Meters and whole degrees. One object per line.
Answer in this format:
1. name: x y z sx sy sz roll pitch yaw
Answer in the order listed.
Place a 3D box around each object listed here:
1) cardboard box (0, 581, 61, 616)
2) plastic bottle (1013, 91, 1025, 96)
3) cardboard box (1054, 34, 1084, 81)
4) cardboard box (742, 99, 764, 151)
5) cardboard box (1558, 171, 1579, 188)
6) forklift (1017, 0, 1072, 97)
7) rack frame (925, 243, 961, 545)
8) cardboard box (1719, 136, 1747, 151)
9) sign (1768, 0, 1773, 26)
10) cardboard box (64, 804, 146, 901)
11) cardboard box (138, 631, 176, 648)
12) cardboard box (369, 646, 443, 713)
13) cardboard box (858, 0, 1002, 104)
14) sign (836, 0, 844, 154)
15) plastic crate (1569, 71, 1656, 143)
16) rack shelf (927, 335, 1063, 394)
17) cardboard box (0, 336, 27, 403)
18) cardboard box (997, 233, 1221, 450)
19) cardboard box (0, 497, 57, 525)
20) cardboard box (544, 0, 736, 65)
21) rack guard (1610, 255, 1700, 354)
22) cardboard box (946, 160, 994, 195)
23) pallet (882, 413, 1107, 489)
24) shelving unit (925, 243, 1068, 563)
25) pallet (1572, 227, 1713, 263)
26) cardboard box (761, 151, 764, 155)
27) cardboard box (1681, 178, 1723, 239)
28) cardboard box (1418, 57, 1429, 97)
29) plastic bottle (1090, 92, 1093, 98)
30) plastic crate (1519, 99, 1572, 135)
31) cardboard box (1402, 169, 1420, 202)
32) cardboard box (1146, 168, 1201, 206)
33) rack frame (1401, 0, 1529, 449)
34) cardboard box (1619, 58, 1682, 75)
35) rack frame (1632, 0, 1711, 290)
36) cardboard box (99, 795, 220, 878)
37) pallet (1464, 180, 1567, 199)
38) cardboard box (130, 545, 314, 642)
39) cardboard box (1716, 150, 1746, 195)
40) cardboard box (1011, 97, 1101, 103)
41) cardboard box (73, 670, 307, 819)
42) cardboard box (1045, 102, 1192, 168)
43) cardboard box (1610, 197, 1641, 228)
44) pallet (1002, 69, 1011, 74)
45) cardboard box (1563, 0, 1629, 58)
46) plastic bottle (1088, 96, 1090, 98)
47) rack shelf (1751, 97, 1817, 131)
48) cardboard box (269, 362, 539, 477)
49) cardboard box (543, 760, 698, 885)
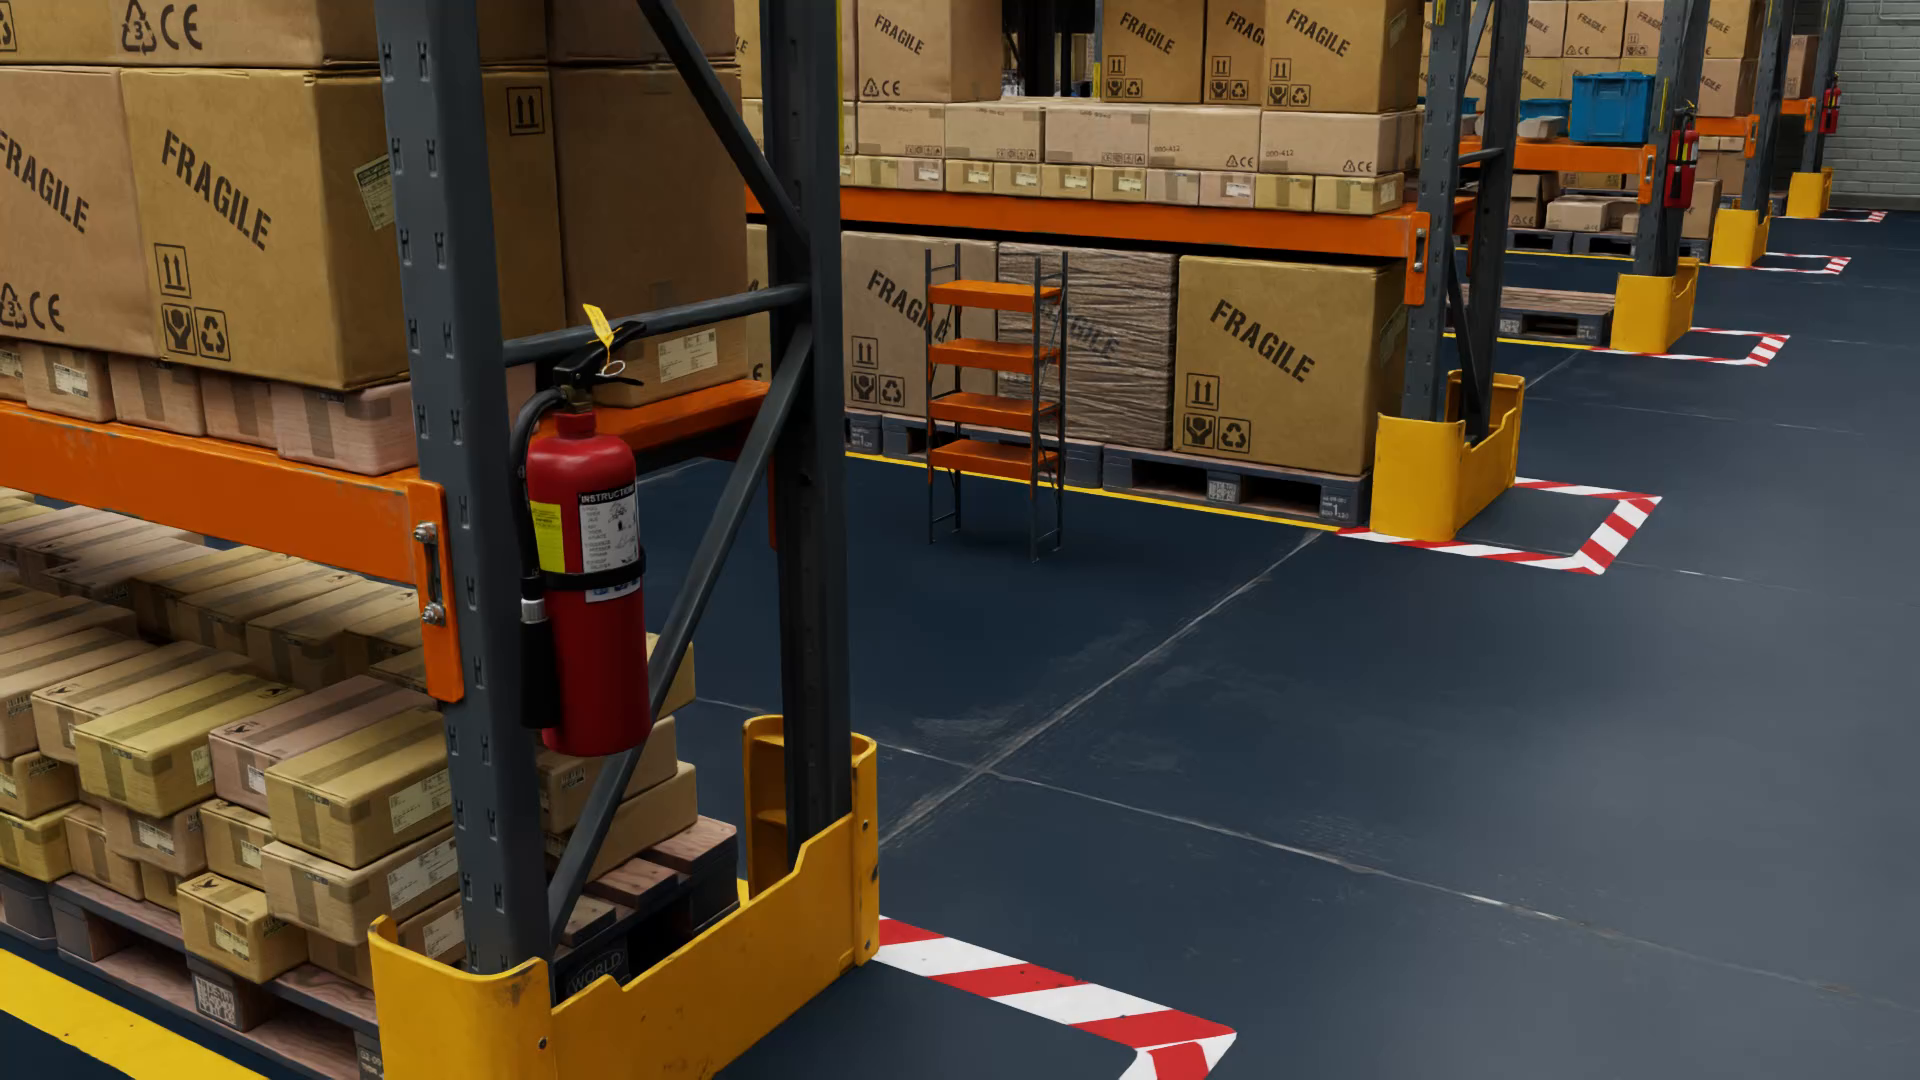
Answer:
1. cardboard box: -2.452 0.239 4.093 0.250 0.149 0.380 10 20 30
2. plastic bottle: 0.502 -3.403 13.137 0.135 0.276 0.152 10 20 30
3. cardboard box: 1.101 -5.443 18.743 0.500 0.500 0.700 4 17 12
4. cardboard box: -1.010 -2.135 8.494 0.500 0.250 0.500 10 19 29
5. cardboard box: 7.513 -4.669 20.670 0.500 0.500 0.700 10 20 30
6. forklift: 0.155 -2.680 10.662 1.130 2.935 3.031 1 17 2
7. rack frame: -0.067 -0.586 6.746 0.015 1.200 0.240 10 20 30
8. cardboard box: 9.058 -4.644 19.470 0.250 0.149 0.380 10 19 29
9. sign: 7.015 -4.616 14.380 0.005 0.325 0.100 10 20 30
10. cardboard box: -1.774 0.646 3.776 0.250 0.149 0.380 10 20 31
11. cardboard box: -2.008 0.314 4.357 0.250 0.149 0.380 11 20 33
12. cardboard box: -1.113 0.324 3.814 0.250 0.149 0.380 11 20 31
13. cardboard box: -0.138 -2.339 7.876 0.500 0.500 0.500 9 19 28
14. sign: -0.263 -0.928 3.284 0.005 0.325 0.100 10 20 30
15. plastic crate: 4.344 -2.869 11.001 0.499 0.435 0.616 10 20 30
16. rack shelf: 0.141 -0.699 6.578 0.480 0.148 0.258 10 20 30
17. cardboard box: -1.825 -0.400 3.470 0.250 0.149 0.380 9 19 28
18. cardboard box: 0.772 -0.992 7.920 0.875 0.875 0.875 10 20 30
19. cardboard box: -2.881 0.005 4.864 0.250 0.149 0.380 11 20 32
20. cardboard box: -0.790 -1.182 3.206 0.500 0.500 0.500 10 20 30
21. rack guard: 4.754 -1.622 11.361 0.348 0.500 1.175 10 20 30
22. cardboard box: 0.134 -1.716 7.802 0.250 0.149 0.380 9 19 28
23. pallet: 0.377 -0.546 8.315 1.213 0.211 1.003 10 20 30
24. shelving unit: 0.141 -0.549 6.624 0.503 1.200 0.258 10 20 30
25. pallet: 6.578 -2.843 15.878 1.213 0.211 1.003 10 20 30
26. cardboard box: -0.972 -1.913 8.450 0.250 0.149 0.380 9 19 28
27. cardboard box: 6.730 -3.081 15.407 0.500 0.500 0.500 10 20 30
28. cardboard box: 4.644 -4.479 16.294 0.500 0.500 0.500 11 20 31
29. plastic bottle: 1.154 -3.543 13.470 0.185 0.351 0.144 10 20 30
30. plastic crate: 4.128 -2.986 11.737 0.300 0.233 0.416 10 20 30
31. cardboard box: 2.005 -1.607 7.445 0.250 0.149 0.380 10 20 31
32. cardboard box: 1.010 -1.560 7.289 0.250 0.149 0.380 11 20 31
33. rack frame: 2.135 -1.592 6.961 0.127 3.000 1.000 10 20 30
34. cardboard box: 6.355 -4.171 15.281 0.500 0.500 0.500 10 20 31
35. rack frame: 4.727 -2.819 10.999 0.127 3.000 1.000 10 20 30
36. cardboard box: -1.590 0.554 3.568 0.250 0.149 0.380 9 19 28
37. pallet: 7.110 -4.411 21.041 1.213 0.211 1.003 10 20 30
38. cardboard box: -1.947 0.140 4.417 0.250 0.149 0.380 10 20 31
39. cardboard box: 9.263 -4.359 19.648 0.500 0.500 0.700 10 20 30
40. cardboard box: 0.547 -2.035 8.167 0.500 0.250 0.500 10 19 29
41. cardboard box: -1.602 0.421 3.492 0.250 0.149 0.380 10 19 29
42. cardboard box: 0.717 -1.825 7.475 0.500 0.250 0.500 9 19 28
43. cardboard box: 6.582 -3.169 16.126 0.500 0.250 0.500 10 20 30
44. pallet: 0.262 -6.854 24.613 1.213 0.211 1.003 10 20 30
45. cardboard box: 5.924 -4.725 15.383 0.500 0.500 0.500 11 20 32
46. plastic bottle: 1.116 -3.553 13.618 0.133 0.283 0.061 10 20 30
47. rack shelf: 8.208 -5.232 20.183 4.000 0.370 1.077 10 20 30
48. cardboard box: -0.973 -0.238 2.937 0.250 0.149 0.380 10 20 30
49. cardboard box: -0.826 0.625 3.844 0.250 0.149 0.380 11 20 31
